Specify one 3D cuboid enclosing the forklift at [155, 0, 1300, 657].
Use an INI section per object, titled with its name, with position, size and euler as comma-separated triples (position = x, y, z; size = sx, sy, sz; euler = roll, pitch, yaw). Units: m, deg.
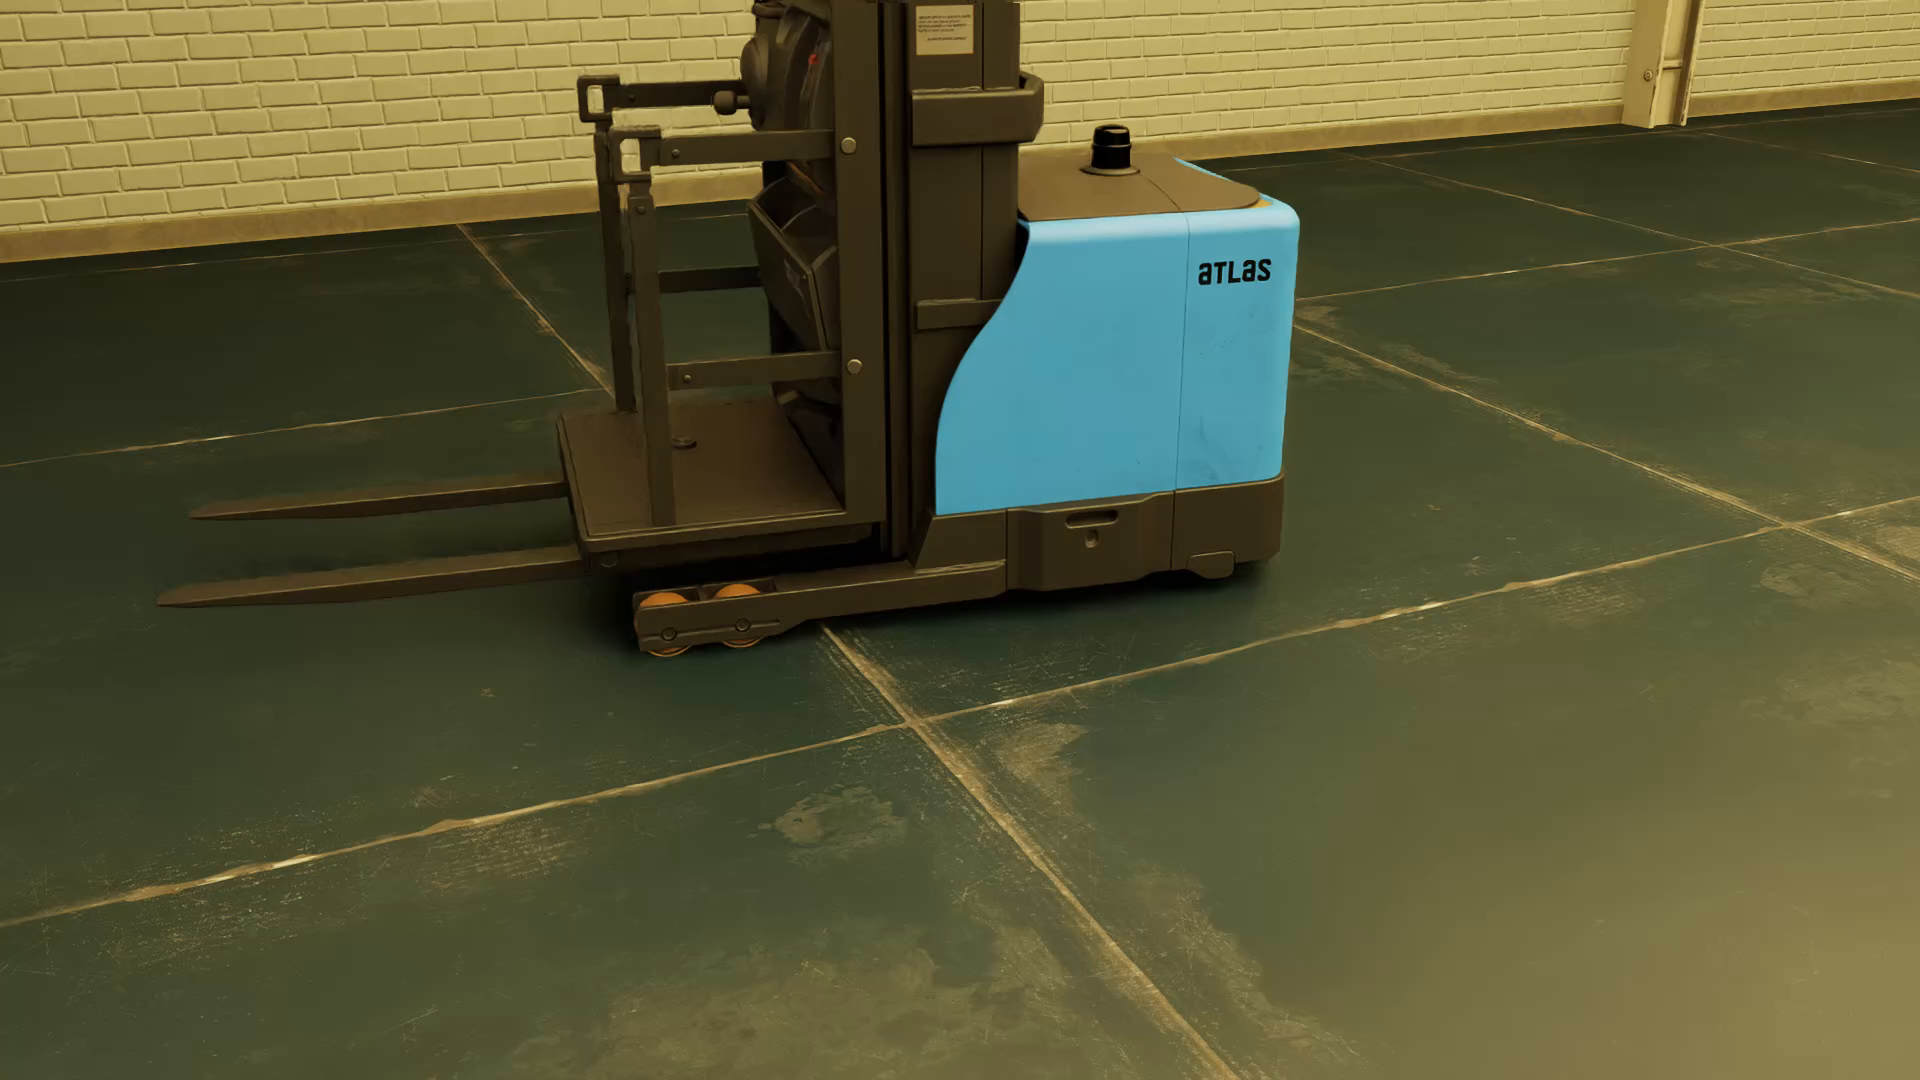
[forklift]
position = -0.642, -1.271, 4.347
size = 3.031, 2.935, 1.130
euler = -6, 23, -15
